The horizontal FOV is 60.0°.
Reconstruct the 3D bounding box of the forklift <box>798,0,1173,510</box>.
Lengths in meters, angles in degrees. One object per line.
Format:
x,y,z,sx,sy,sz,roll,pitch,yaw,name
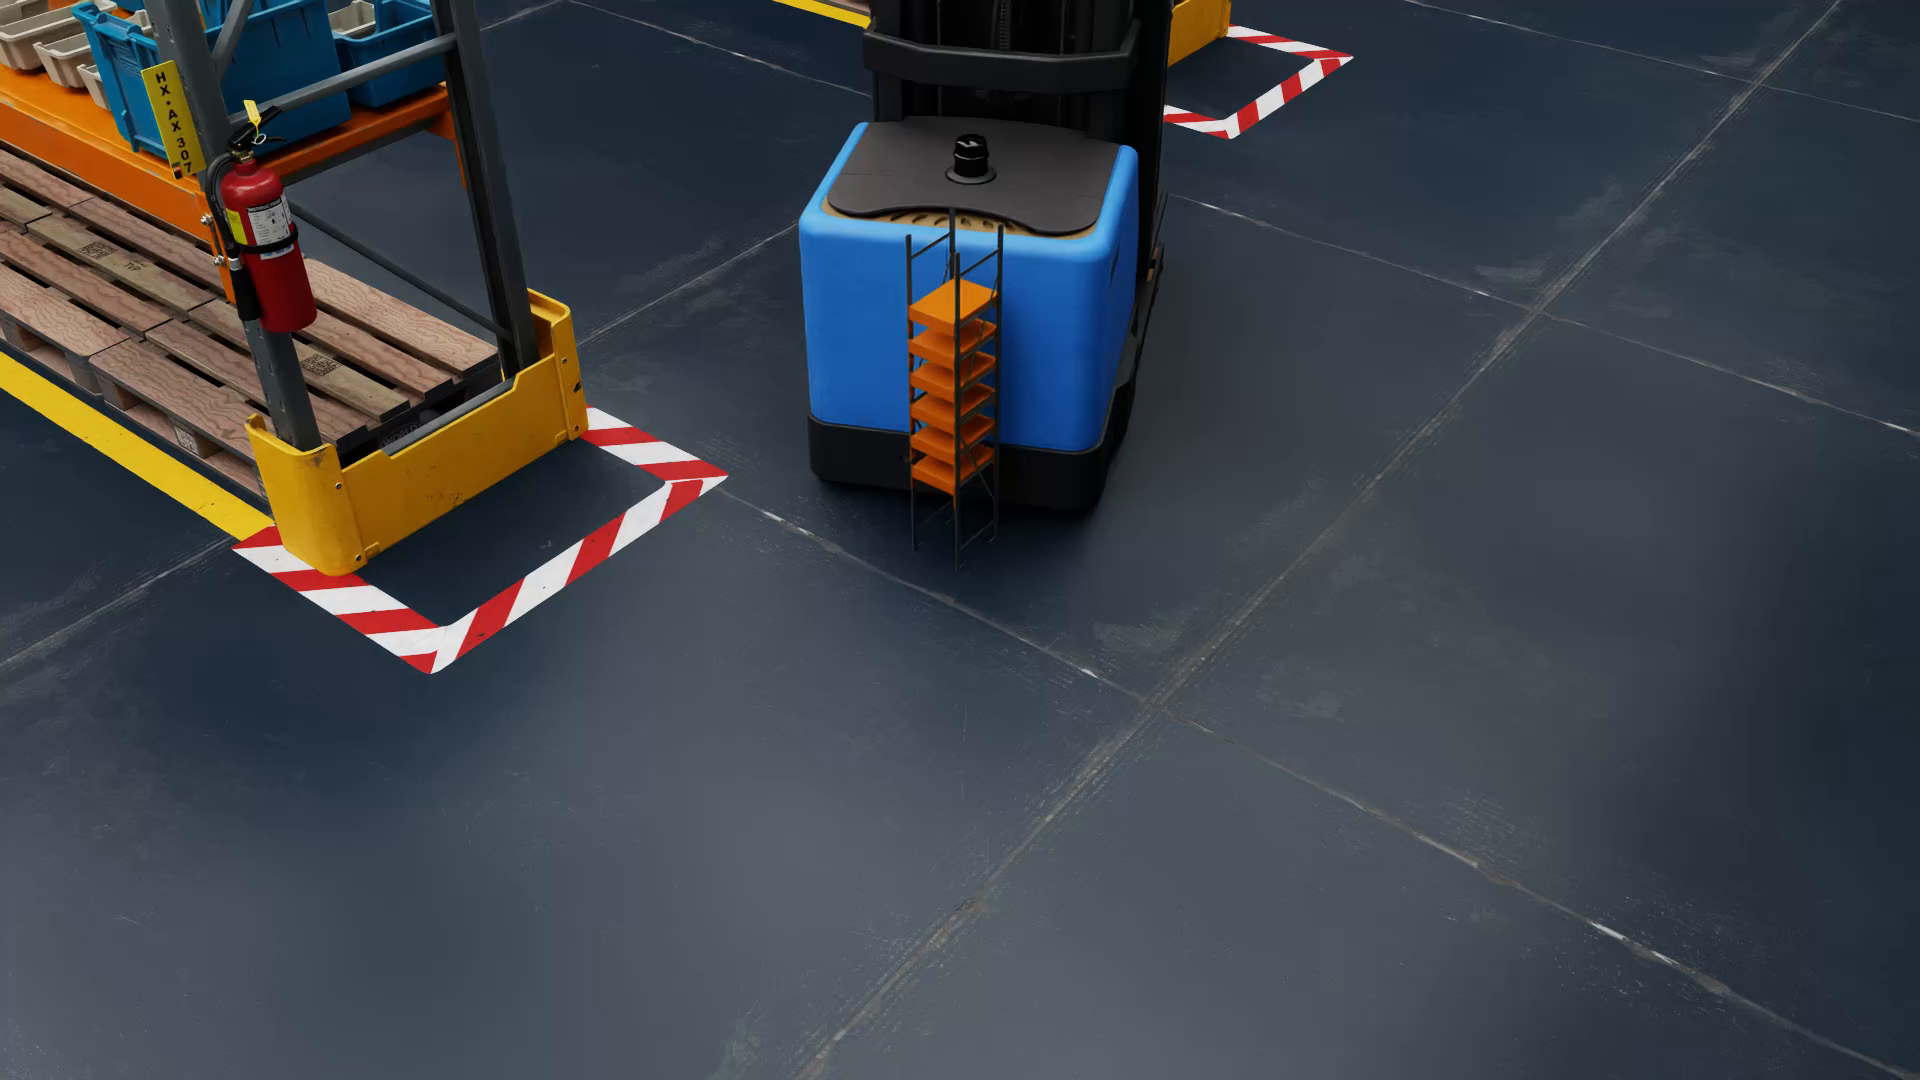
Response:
0.264,-2.167,6.141,1.130,2.935,3.031,7,39,9,forklift

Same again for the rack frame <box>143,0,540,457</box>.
-1.896,-1.394,5.098,0.127,3.000,1.000,25,45,29,rack frame

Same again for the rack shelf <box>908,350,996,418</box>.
-0.016,-0.519,5.317,0.180,0.103,0.258,25,44,28,rack shelf

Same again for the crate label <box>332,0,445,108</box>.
-1.892,-1.606,5.455,0.303,0.233,0.416,25,45,29,crate label

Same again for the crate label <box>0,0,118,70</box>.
-3.112,-1.739,5.703,0.243,0.136,0.396,25,45,29,crate label

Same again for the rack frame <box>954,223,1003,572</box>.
0.057,-0.426,5.320,0.006,1.200,0.240,25,44,28,rack frame

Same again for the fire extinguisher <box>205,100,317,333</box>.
-2.053,-0.938,4.880,0.183,0.674,0.296,25,45,29,fire extinguisher

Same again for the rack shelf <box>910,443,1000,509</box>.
-0.016,-0.235,5.539,0.180,0.103,0.258,25,44,28,rack shelf

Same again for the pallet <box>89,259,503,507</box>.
-2.528,-0.624,6.376,1.213,0.211,1.003,25,45,29,pallet

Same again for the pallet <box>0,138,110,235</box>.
-4.466,-1.538,7.543,1.213,0.211,1.003,25,45,29,pallet

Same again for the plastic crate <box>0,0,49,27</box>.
-3.358,-1.841,5.833,0.250,0.136,0.298,25,45,29,plastic crate

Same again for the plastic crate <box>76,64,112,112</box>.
-2.654,-1.531,5.437,0.243,0.136,0.396,25,45,29,plastic crate

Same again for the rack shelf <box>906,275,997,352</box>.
-0.016,-0.708,5.169,0.180,0.103,0.258,25,44,28,rack shelf

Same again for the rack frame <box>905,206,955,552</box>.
-0.089,-0.493,5.406,0.006,1.200,0.240,25,44,28,rack frame

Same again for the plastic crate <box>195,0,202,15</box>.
-2.636,-1.983,6.014,0.298,0.136,0.250,25,45,29,plastic crate

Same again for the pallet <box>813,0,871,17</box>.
-0.543,-3.504,10.055,1.213,0.211,1.003,25,45,29,pallet

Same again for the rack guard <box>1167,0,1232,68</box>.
1.056,-2.863,9.001,0.348,0.500,1.175,25,45,29,rack guard

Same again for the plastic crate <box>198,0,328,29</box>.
-2.415,-1.852,5.770,0.300,0.233,0.416,25,45,29,plastic crate

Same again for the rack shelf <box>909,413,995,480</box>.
-0.016,-0.330,5.465,0.180,0.103,0.258,25,44,28,rack shelf

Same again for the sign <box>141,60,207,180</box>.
-2.218,-1.183,4.696,0.005,0.325,0.100,25,45,29,sign

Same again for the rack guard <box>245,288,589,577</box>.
-1.869,-0.407,5.865,0.348,0.500,1.175,25,45,29,rack guard

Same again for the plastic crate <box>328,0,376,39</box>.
-2.097,-1.728,5.690,0.298,0.136,0.250,25,45,29,plastic crate

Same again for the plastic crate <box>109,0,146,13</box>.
-2.938,-2.099,6.085,0.300,0.233,0.416,25,45,29,plastic crate

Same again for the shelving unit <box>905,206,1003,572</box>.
-0.016,-0.459,5.363,0.189,1.200,0.258,25,44,28,shelving unit

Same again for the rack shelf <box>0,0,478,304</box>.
-3.485,-1.860,6.276,4.000,0.370,1.077,25,45,29,rack shelf

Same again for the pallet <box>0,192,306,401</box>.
-3.493,-1.081,6.960,1.213,0.211,1.003,25,45,29,pallet

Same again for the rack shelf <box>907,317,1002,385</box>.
-0.016,-0.613,5.243,0.180,0.103,0.258,25,44,28,rack shelf

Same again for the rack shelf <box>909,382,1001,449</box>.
-0.016,-0.424,5.391,0.180,0.103,0.258,25,44,28,rack shelf

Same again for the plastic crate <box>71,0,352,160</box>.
-2.276,-1.466,5.112,0.499,0.435,0.616,25,45,29,plastic crate

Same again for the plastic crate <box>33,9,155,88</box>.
-2.876,-1.647,5.585,0.243,0.136,0.396,25,45,29,plastic crate
